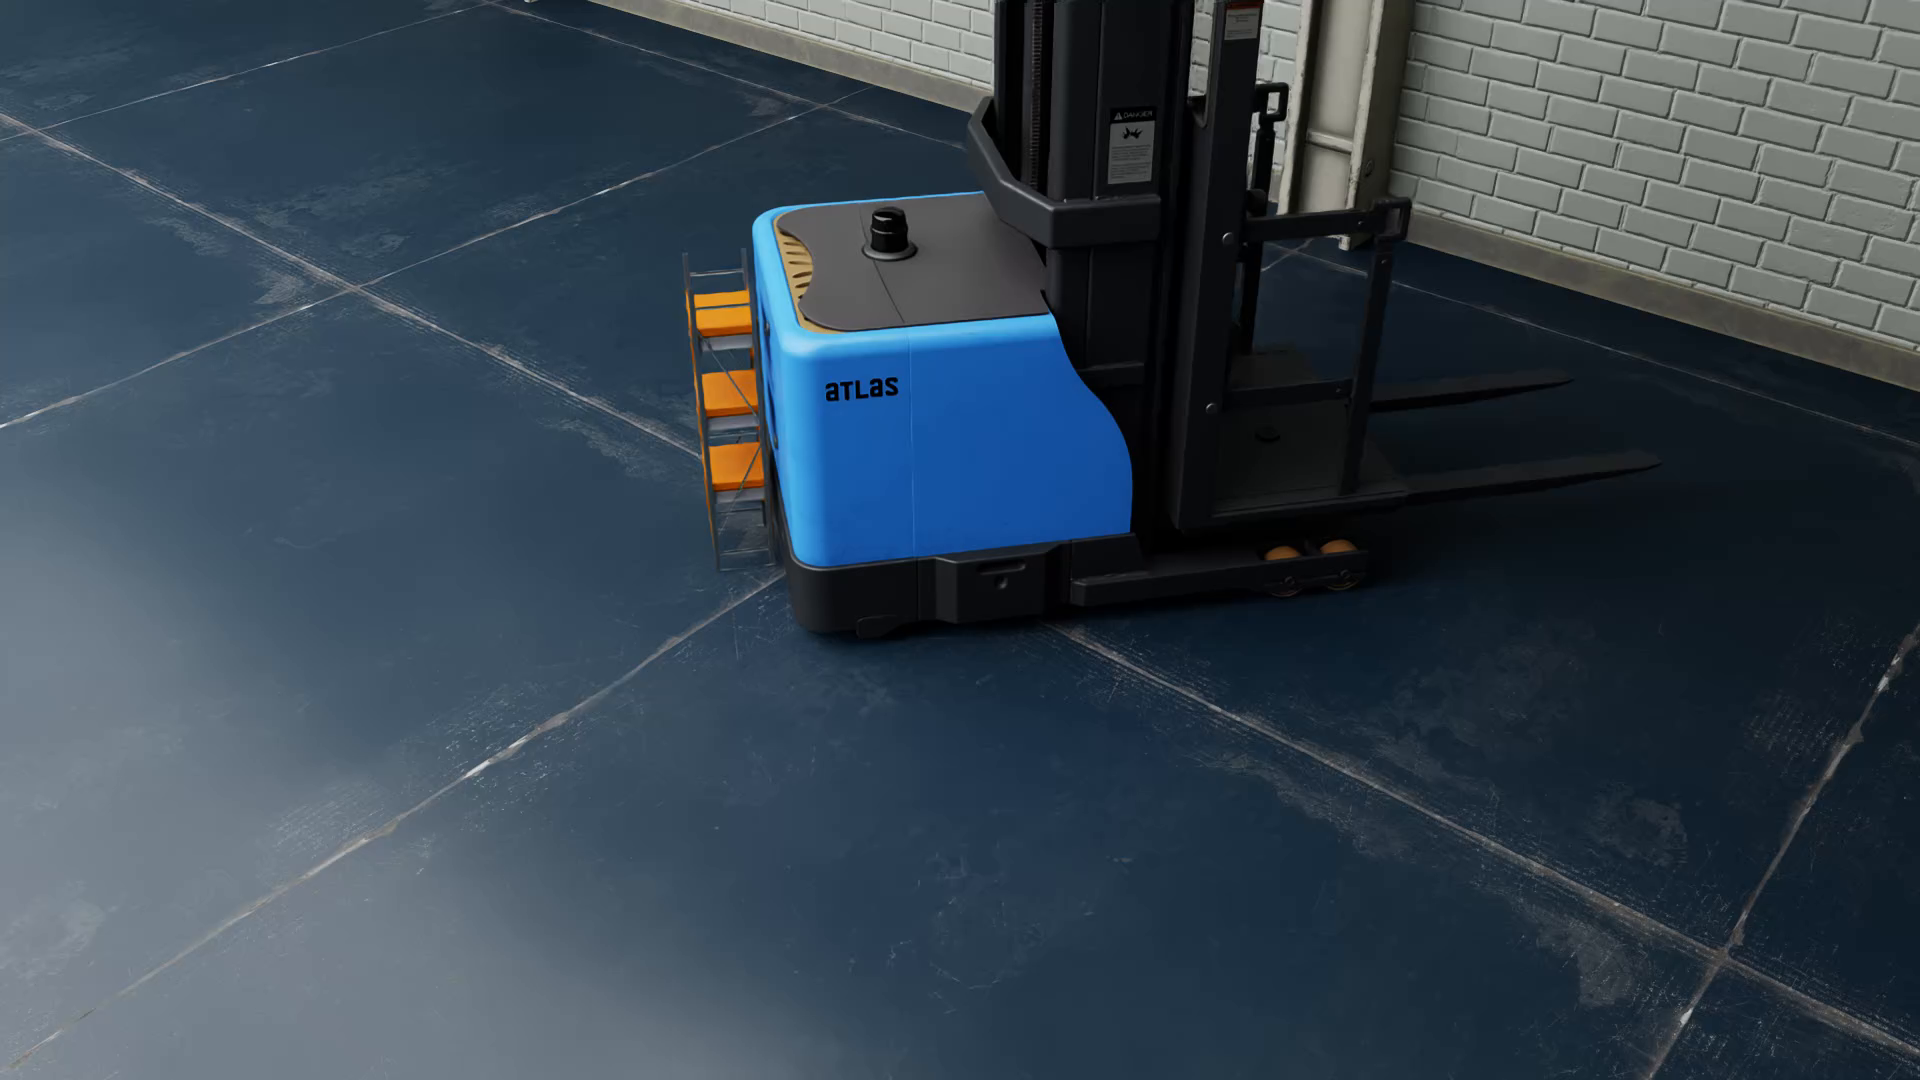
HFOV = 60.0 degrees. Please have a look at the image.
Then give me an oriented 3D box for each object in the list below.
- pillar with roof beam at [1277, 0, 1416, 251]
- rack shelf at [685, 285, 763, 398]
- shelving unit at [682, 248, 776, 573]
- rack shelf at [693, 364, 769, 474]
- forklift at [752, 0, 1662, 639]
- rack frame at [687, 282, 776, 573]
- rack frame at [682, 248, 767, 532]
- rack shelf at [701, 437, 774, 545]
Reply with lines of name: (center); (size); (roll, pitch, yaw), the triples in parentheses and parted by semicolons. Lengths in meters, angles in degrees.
pillar with roof beam: (-1.009, -3.312, 2.623); (0.400, 9.000, 9.100); (25, 42, 32)
rack shelf: (-0.746, -0.629, 5.256); (0.215, 0.259, 0.240); (-6, 35, -9)
shelving unit: (-0.746, -0.404, 5.411); (0.215, 1.050, 0.252); (-6, 35, -9)
rack shelf: (-0.746, -0.395, 5.417); (0.215, 0.259, 0.240); (-6, 35, -9)
forklift: (0.880, -1.308, 5.065); (3.031, 2.935, 1.130); (-6, 35, -9)
rack frame: (-0.722, -0.336, 5.312); (0.200, 1.050, 0.008); (-6, 35, -9)
rack frame: (-0.770, -0.472, 5.509); (0.200, 1.050, 0.008); (-6, 35, -9)
rack shelf: (-0.746, -0.166, 5.574); (0.215, 0.259, 0.240); (-6, 35, -9)
